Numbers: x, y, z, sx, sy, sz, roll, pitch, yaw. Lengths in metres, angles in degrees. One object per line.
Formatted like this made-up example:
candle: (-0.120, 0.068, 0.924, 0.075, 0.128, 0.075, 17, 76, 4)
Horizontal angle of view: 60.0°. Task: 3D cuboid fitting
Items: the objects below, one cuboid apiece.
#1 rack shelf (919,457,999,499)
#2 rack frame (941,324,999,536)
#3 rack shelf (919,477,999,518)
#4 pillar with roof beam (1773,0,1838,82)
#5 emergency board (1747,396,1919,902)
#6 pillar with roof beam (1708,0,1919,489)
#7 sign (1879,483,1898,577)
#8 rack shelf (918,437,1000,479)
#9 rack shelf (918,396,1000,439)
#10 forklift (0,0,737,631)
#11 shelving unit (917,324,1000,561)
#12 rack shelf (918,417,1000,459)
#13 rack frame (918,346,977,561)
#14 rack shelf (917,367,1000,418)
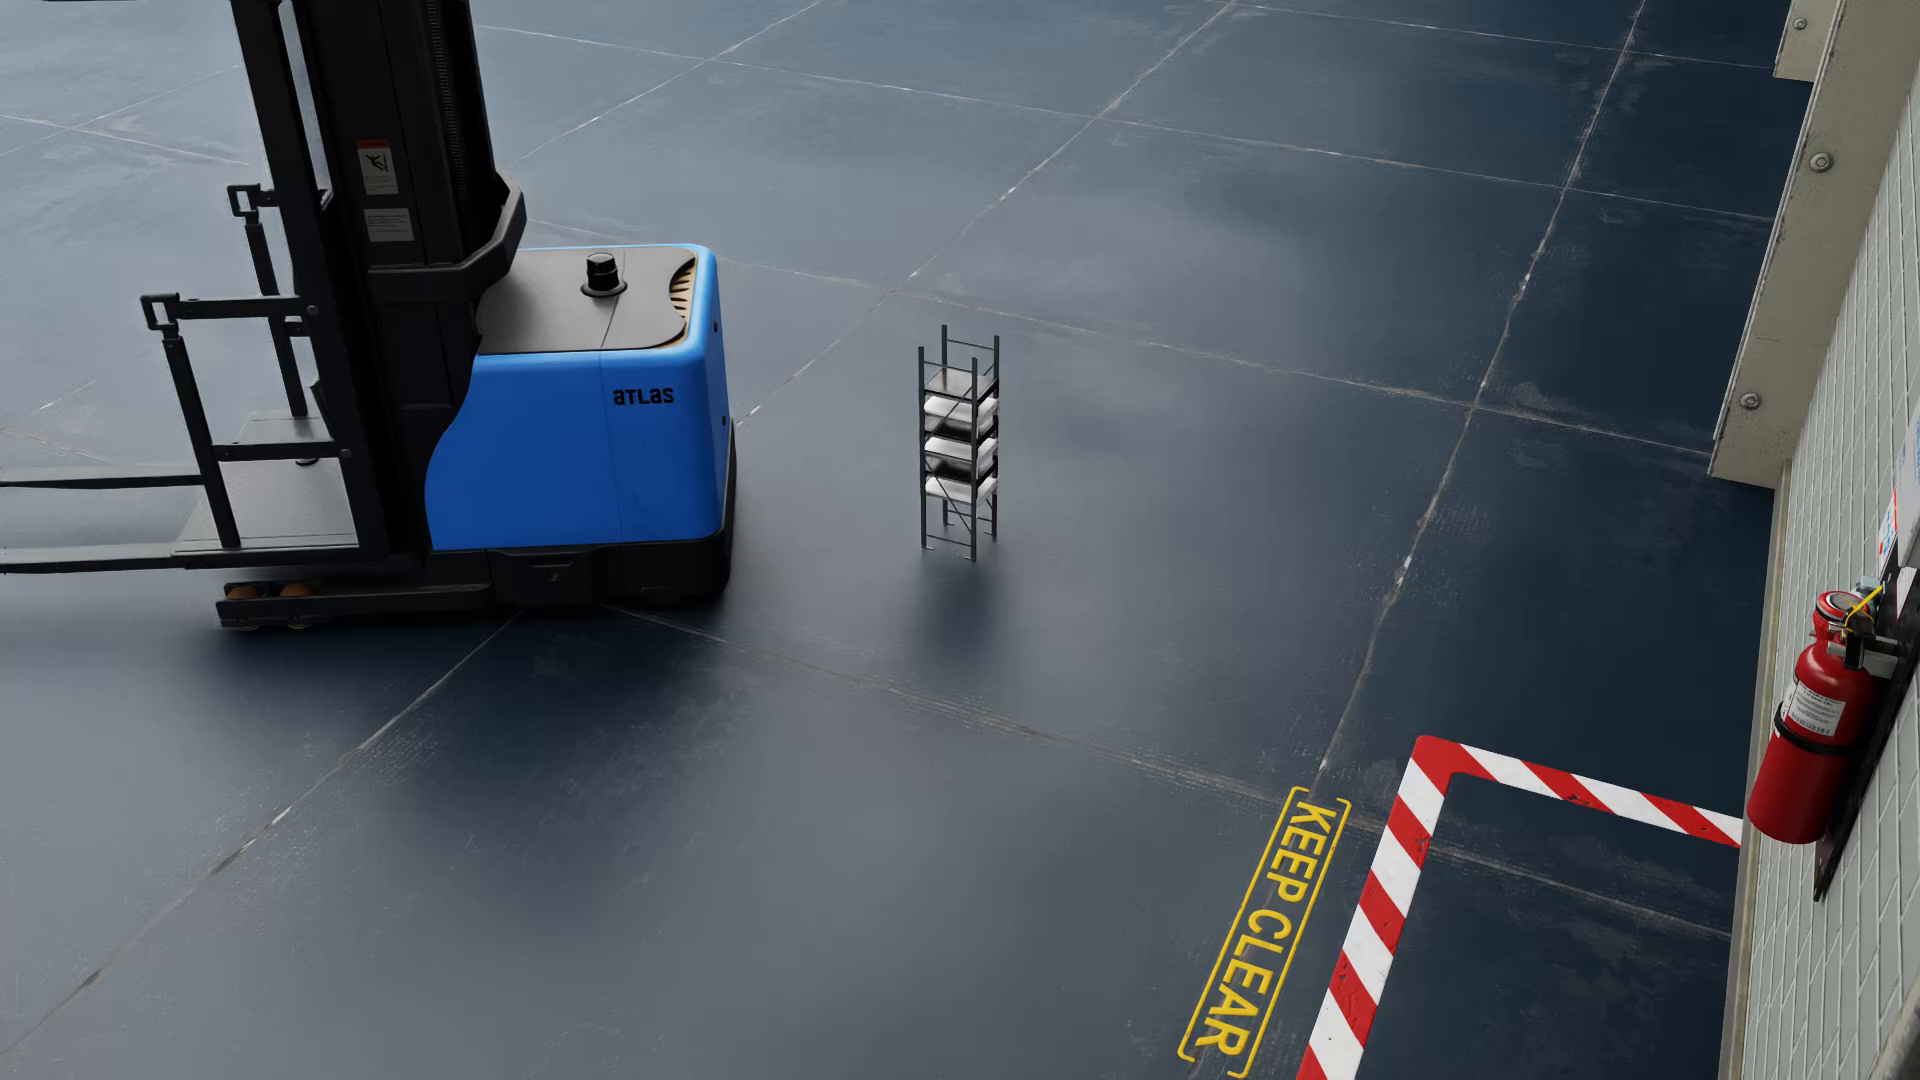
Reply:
rack shelf: (-0.003, -0.269, 6.565, 0.258, 0.077, 0.200, 14, 36, 20)
rack frame: (0.039, -0.423, 6.574, 0.240, 0.900, 0.006, 14, 36, 20)
rack shelf: (-0.003, -0.194, 6.614, 0.258, 0.077, 0.200, 14, 36, 20)
pillar with roof beam: (2.049, -8.082, 10.869, 9.100, 9.000, 0.400, 14, 36, 20)
emergency board: (2.007, 0.169, 3.757, 0.194, 1.169, 0.643, 14, 36, 20)
pillar with roof beam: (-0.461, -5.094, 6.312, 9.100, 9.000, 0.400, 14, 36, 20)
sign: (2.332, -0.098, 4.131, 0.001, 0.329, 0.234, 14, 36, 20)
rack shelf: (-0.003, -0.344, 6.515, 0.258, 0.077, 0.200, 14, 36, 20)
rack shelf: (-0.003, -0.495, 6.417, 0.258, 0.077, 0.200, 14, 36, 20)
forklift: (-2.430, -1.187, 5.887, 3.031, 2.935, 1.130, -2, 33, -4)
shelving unit: (-0.003, -0.372, 6.497, 0.258, 0.900, 0.210, 14, 36, 20)
rack shelf: (-0.003, -0.420, 6.466, 0.258, 0.077, 0.200, 14, 36, 20)
rack frame: (-0.046, -0.322, 6.420, 0.240, 0.900, 0.006, 14, 36, 20)
rack shelf: (-0.003, -0.570, 6.367, 0.258, 0.077, 0.200, 14, 36, 20)
